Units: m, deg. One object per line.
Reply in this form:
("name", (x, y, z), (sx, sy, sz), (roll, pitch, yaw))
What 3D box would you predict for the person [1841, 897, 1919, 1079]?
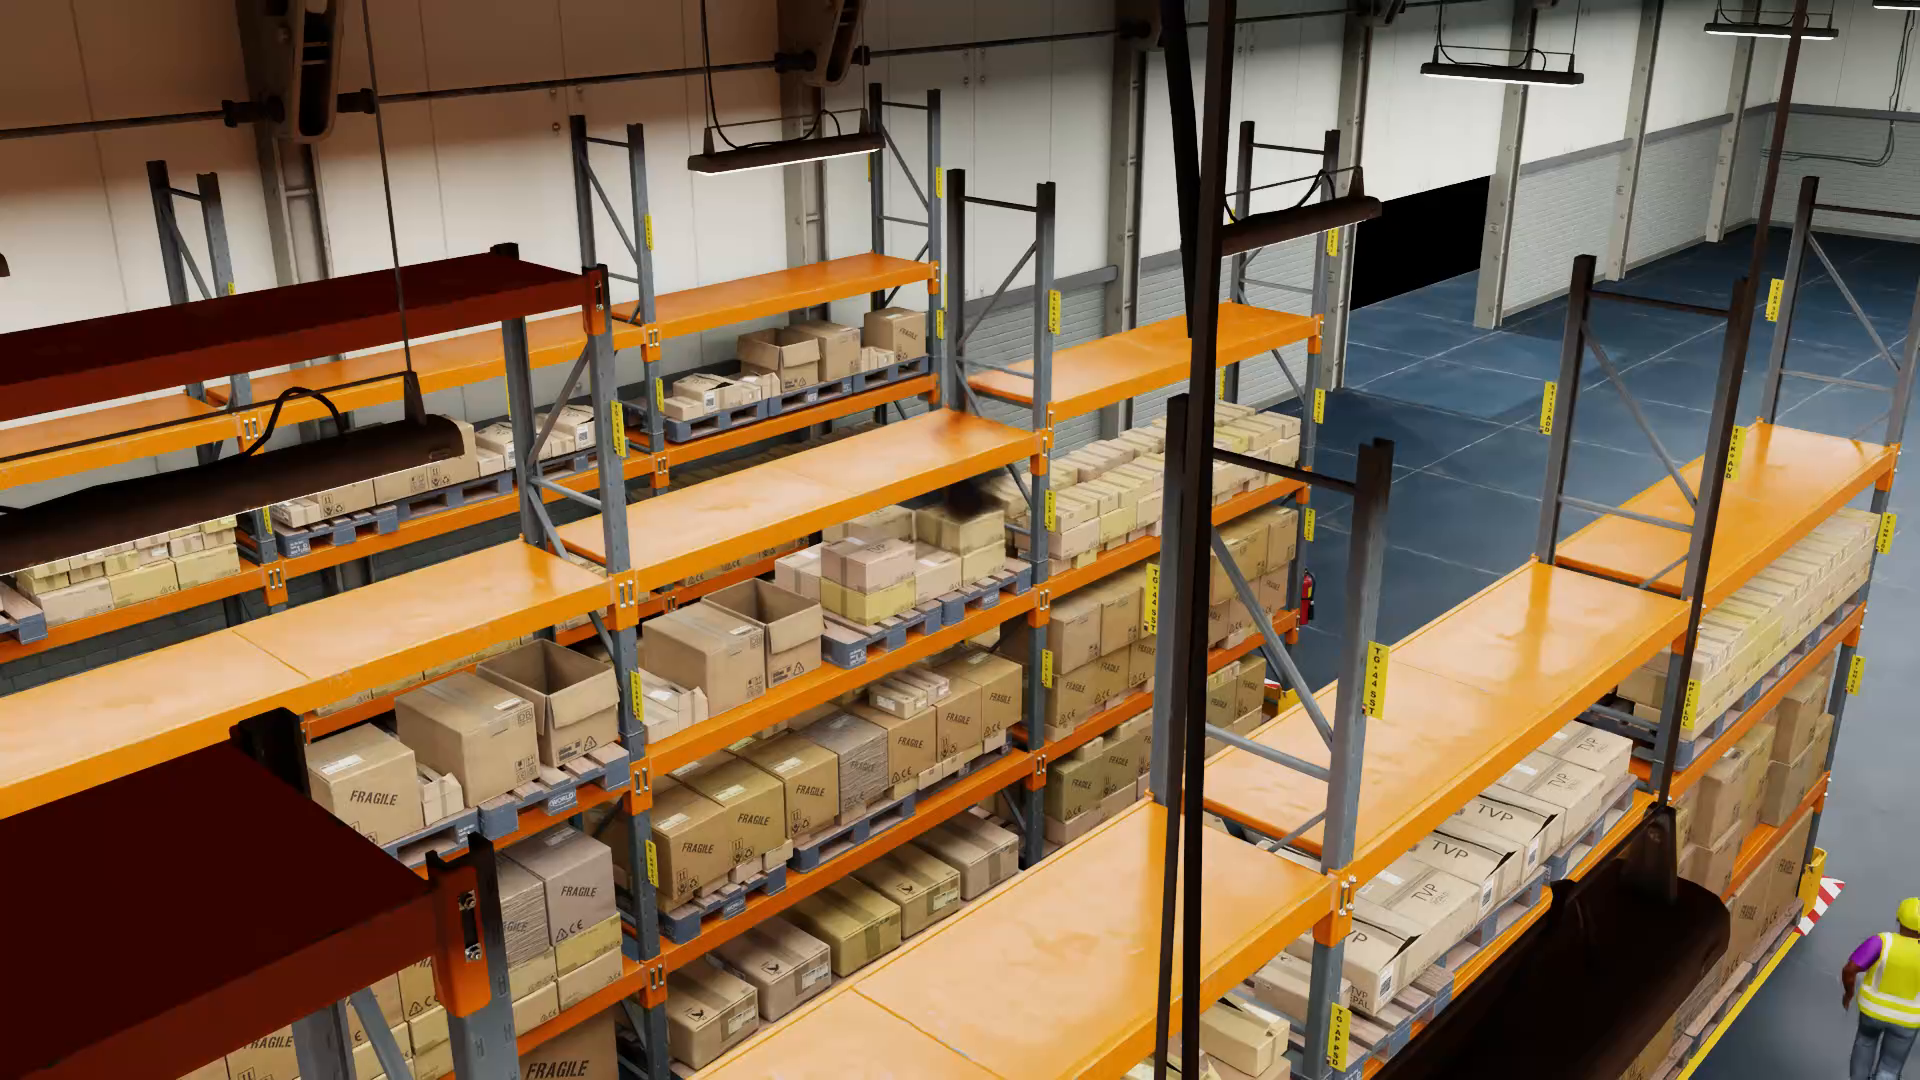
("person", (6.330, 3.236, 11.288), (0.680, 1.824, 0.759), (14, 25, 32))
